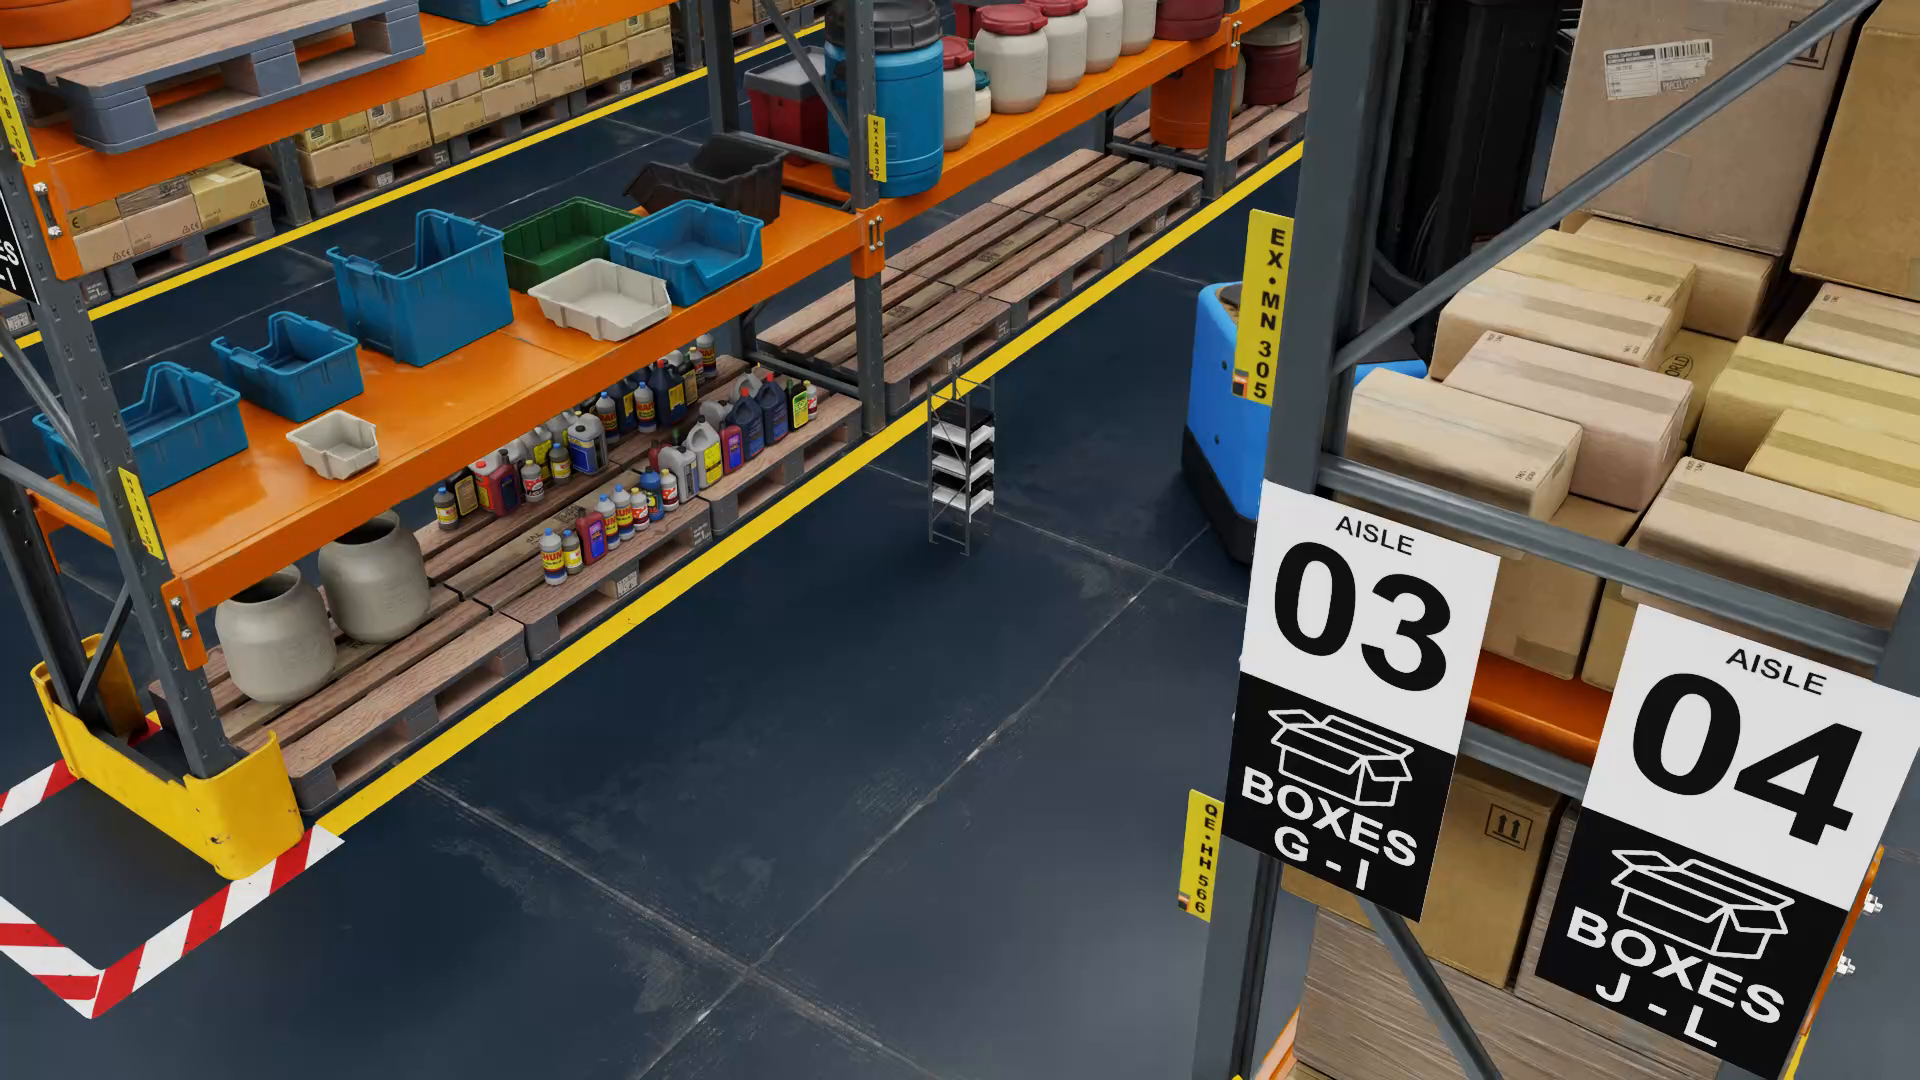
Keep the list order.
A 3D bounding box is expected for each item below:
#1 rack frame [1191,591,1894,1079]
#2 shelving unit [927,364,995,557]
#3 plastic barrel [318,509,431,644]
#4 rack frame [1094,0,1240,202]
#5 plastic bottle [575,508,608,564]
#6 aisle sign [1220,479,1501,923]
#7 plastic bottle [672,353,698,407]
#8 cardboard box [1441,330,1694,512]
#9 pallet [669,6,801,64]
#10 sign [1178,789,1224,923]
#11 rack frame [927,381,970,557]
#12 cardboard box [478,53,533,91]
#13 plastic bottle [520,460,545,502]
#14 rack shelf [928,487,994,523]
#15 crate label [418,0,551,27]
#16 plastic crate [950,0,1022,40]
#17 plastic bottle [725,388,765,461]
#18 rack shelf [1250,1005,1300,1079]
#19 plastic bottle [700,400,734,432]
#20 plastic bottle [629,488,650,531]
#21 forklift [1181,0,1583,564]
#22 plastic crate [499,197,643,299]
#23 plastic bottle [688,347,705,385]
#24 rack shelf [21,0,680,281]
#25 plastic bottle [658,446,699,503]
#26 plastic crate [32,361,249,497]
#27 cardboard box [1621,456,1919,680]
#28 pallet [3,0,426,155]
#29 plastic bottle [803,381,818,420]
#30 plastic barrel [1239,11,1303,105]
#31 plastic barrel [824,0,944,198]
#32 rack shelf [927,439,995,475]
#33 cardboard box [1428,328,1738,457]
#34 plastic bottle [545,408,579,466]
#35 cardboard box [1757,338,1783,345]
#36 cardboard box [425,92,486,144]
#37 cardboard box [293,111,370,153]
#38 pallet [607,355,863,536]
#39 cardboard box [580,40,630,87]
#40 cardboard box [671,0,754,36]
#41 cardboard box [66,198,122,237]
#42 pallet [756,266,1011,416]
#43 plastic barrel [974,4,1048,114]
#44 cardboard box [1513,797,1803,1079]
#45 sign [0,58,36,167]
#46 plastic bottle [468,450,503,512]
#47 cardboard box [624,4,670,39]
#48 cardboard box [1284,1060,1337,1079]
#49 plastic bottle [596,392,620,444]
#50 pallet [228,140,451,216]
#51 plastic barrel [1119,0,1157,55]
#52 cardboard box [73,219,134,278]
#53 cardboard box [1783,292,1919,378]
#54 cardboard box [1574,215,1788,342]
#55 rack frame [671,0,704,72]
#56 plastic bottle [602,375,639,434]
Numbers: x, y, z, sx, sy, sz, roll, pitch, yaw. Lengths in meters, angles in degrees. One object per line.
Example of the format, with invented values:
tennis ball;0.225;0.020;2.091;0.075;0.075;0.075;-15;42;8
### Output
rack frame;0.935;1.434;3.451;1.000;3.000;0.127;21;39;28
shelving unit;0.005;-0.376;8.003;0.258;0.900;0.210;21;39;28
plastic barrel;-2.535;0.151;7.195;0.421;0.512;0.421;0;34;0
rack frame;1.428;-3.829;11.235;1.000;3.000;0.127;21;39;28
plastic bottle;-1.700;-0.038;7.660;0.061;0.283;0.133;22;40;29
aisle sign;0.654;0.290;2.823;0.394;0.787;0.004;21;39;28
plastic bottle;-1.469;-0.848;8.858;0.061;0.283;0.133;21;39;28
cardboard box;1.082;-0.221;2.999;0.380;0.149;0.250;20;39;27
pallet;-2.182;-4.590;14.848;1.003;0.211;1.213;21;39;28
sign;0.491;0.637;3.314;0.100;0.325;0.005;21;39;28
rack frame;-0.053;-0.330;7.934;0.240;0.900;0.006;21;39;28
cardboard box;-3.604;-3.658;12.561;0.500;0.311;0.500;22;40;29
plastic bottle;-2.088;-0.296;8.115;0.097;0.201;0.097;0;34;0
rack shelf;0.005;-0.200;8.123;0.258;0.077;0.200;21;39;28
crate label;-1.795;-2.084;6.110;0.502;0.251;0.408;21;39;28
plastic crate;0.255;-3.210;10.262;0.402;0.464;0.583;21;39;28
plastic bottle;-1.093;-0.597;8.427;0.144;0.351;0.185;19;39;26
rack shelf;2.076;0.812;5.014;1.077;0.370;4.000;21;39;28
plastic bottle;-1.229;-0.601;8.500;0.152;0.276;0.135;21;39;28
plastic bottle;-1.535;-0.155;7.907;0.097;0.201;0.097;0;34;0
forklift;2.725;-1.463;7.798;3.031;2.935;1.130;-6;34;-8
plastic crate;-1.859;-1.366;7.782;0.450;0.188;0.662;21;39;28
plastic bottle;-1.452;-0.958;9.094;0.097;0.201;0.097;0;34;0
rack shelf;-1.993;-2.013;6.513;1.077;0.370;4.000;21;39;28
plastic bottle;-1.373;-0.344;8.119;0.152;0.276;0.135;22;40;29
plastic crate;-3.094;-0.412;6.314;0.499;0.251;0.616;21;39;28
cardboard box;1.282;0.036;2.620;0.380;0.149;0.250;21;39;28
pallet;-2.581;-1.661;5.520;1.003;0.211;1.213;21;39;28
plastic bottle;-0.804;-0.745;8.779;0.097;0.201;0.097;0;34;0
plastic barrel;2.337;-3.755;12.902;0.600;0.588;0.708;21;39;28
plastic barrel;-0.384;-2.277;8.492;0.600;0.901;0.708;21;39;28
rack shelf;0.005;-0.423;7.972;0.258;0.077;0.200;21;39;28
cardboard box;1.284;-0.280;3.442;0.500;0.250;0.500;22;40;28
plastic bottle;-2.004;-0.552;8.361;0.144;0.351;0.185;21;39;28
cardboard box;1.712;-0.125;3.213;0.500;0.250;0.500;20;39;27
cardboard box;-3.901;-3.188;12.366;0.500;0.250;0.500;20;39;27
cardboard box;-4.480;-2.950;11.514;0.500;0.311;0.500;21;40;28
pallet;-1.270;-0.538;8.857;1.003;0.211;1.213;21;39;28
cardboard box;-3.030;-3.890;13.404;0.500;0.250;0.500;21;39;28
cardboard box;-2.145;-4.678;14.329;0.500;0.500;0.500;23;40;30
cardboard box;-5.581;-2.177;10.202;0.500;0.500;0.500;21;39;28
pallet;-0.437;-1.207;9.847;1.003;0.211;1.213;21;39;28
plastic barrel;0.291;-2.753;9.521;0.433;0.535;0.433;0;34;0
cardboard box;1.473;0.689;3.305;0.500;0.500;0.500;21;39;28
sign;-2.684;-1.216;4.685;0.100;0.325;0.005;21;39;28
plastic bottle;-2.280;-0.294;8.046;0.152;0.276;0.135;22;40;29
cardboard box;-2.735;-4.361;13.600;0.500;0.311;0.500;22;40;29
cardboard box;0.928;1.341;3.813;0.380;0.149;0.250;21;39;28
plastic bottle;-1.815;-0.635;8.554;0.097;0.271;0.097;0;34;0
pallet;-4.532;-2.769;12.156;1.003;0.211;1.213;21;39;28
plastic barrel;1.017;-3.334;10.403;0.421;0.512;0.421;0;34;0
cardboard box;-5.571;-1.862;10.406;0.500;0.250;0.500;21;39;28
cardboard box;1.766;-0.311;3.132;0.380;0.149;0.250;23;40;30
cardboard box;1.515;-0.579;3.529;0.380;0.149;0.250;22;40;29
rack frame;-2.639;-5.413;13.577;1.000;3.000;0.127;21;39;28
plastic bottle;-1.761;-0.748;8.650;0.144;0.351;0.185;20;39;26
